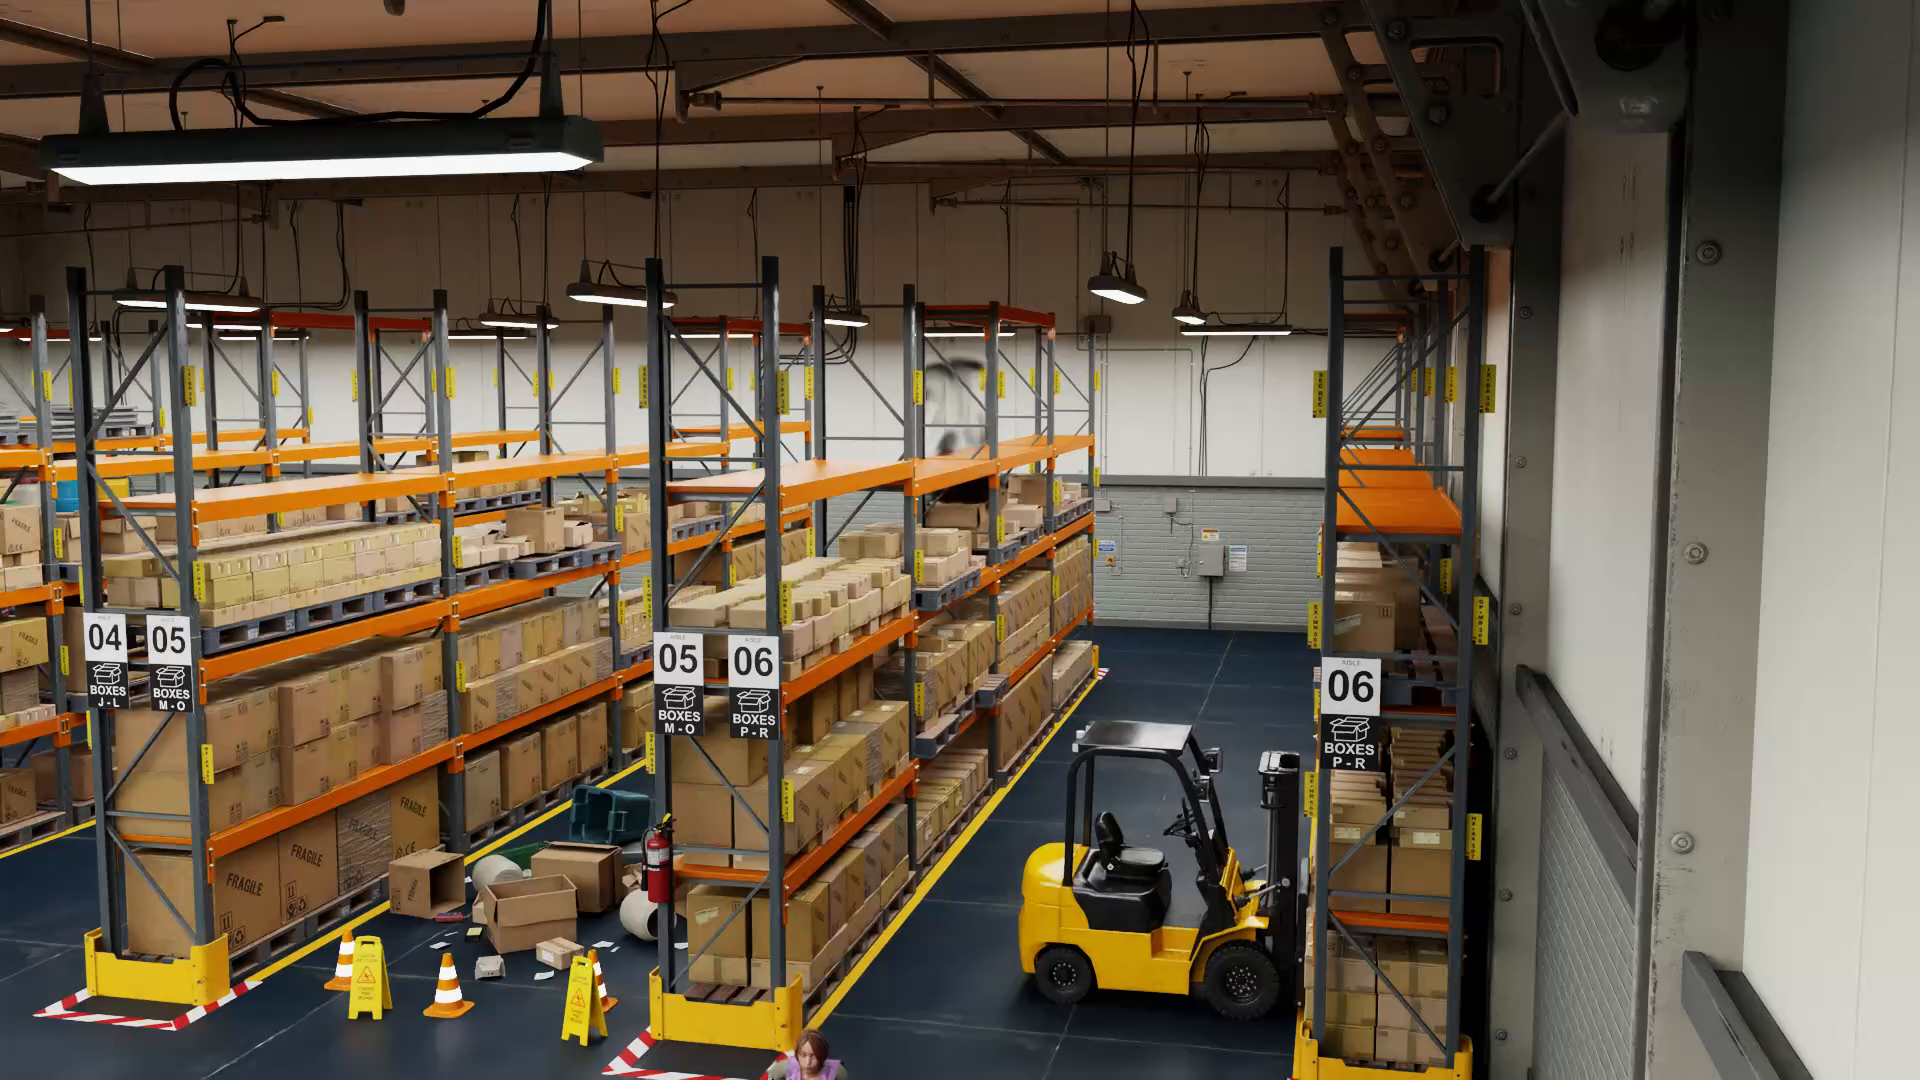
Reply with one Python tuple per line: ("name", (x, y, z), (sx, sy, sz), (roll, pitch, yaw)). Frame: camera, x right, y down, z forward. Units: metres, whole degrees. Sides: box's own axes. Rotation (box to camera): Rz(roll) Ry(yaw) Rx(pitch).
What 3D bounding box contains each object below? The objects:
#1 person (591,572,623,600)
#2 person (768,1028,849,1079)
("person", (-6.464, 1.300, 30.539), (0.571, 1.606, 0.795), (-2, 6, -23))
("person", (-0.844, 3.469, 9.459), (0.527, 1.529, 0.661), (0, 6, 0))
